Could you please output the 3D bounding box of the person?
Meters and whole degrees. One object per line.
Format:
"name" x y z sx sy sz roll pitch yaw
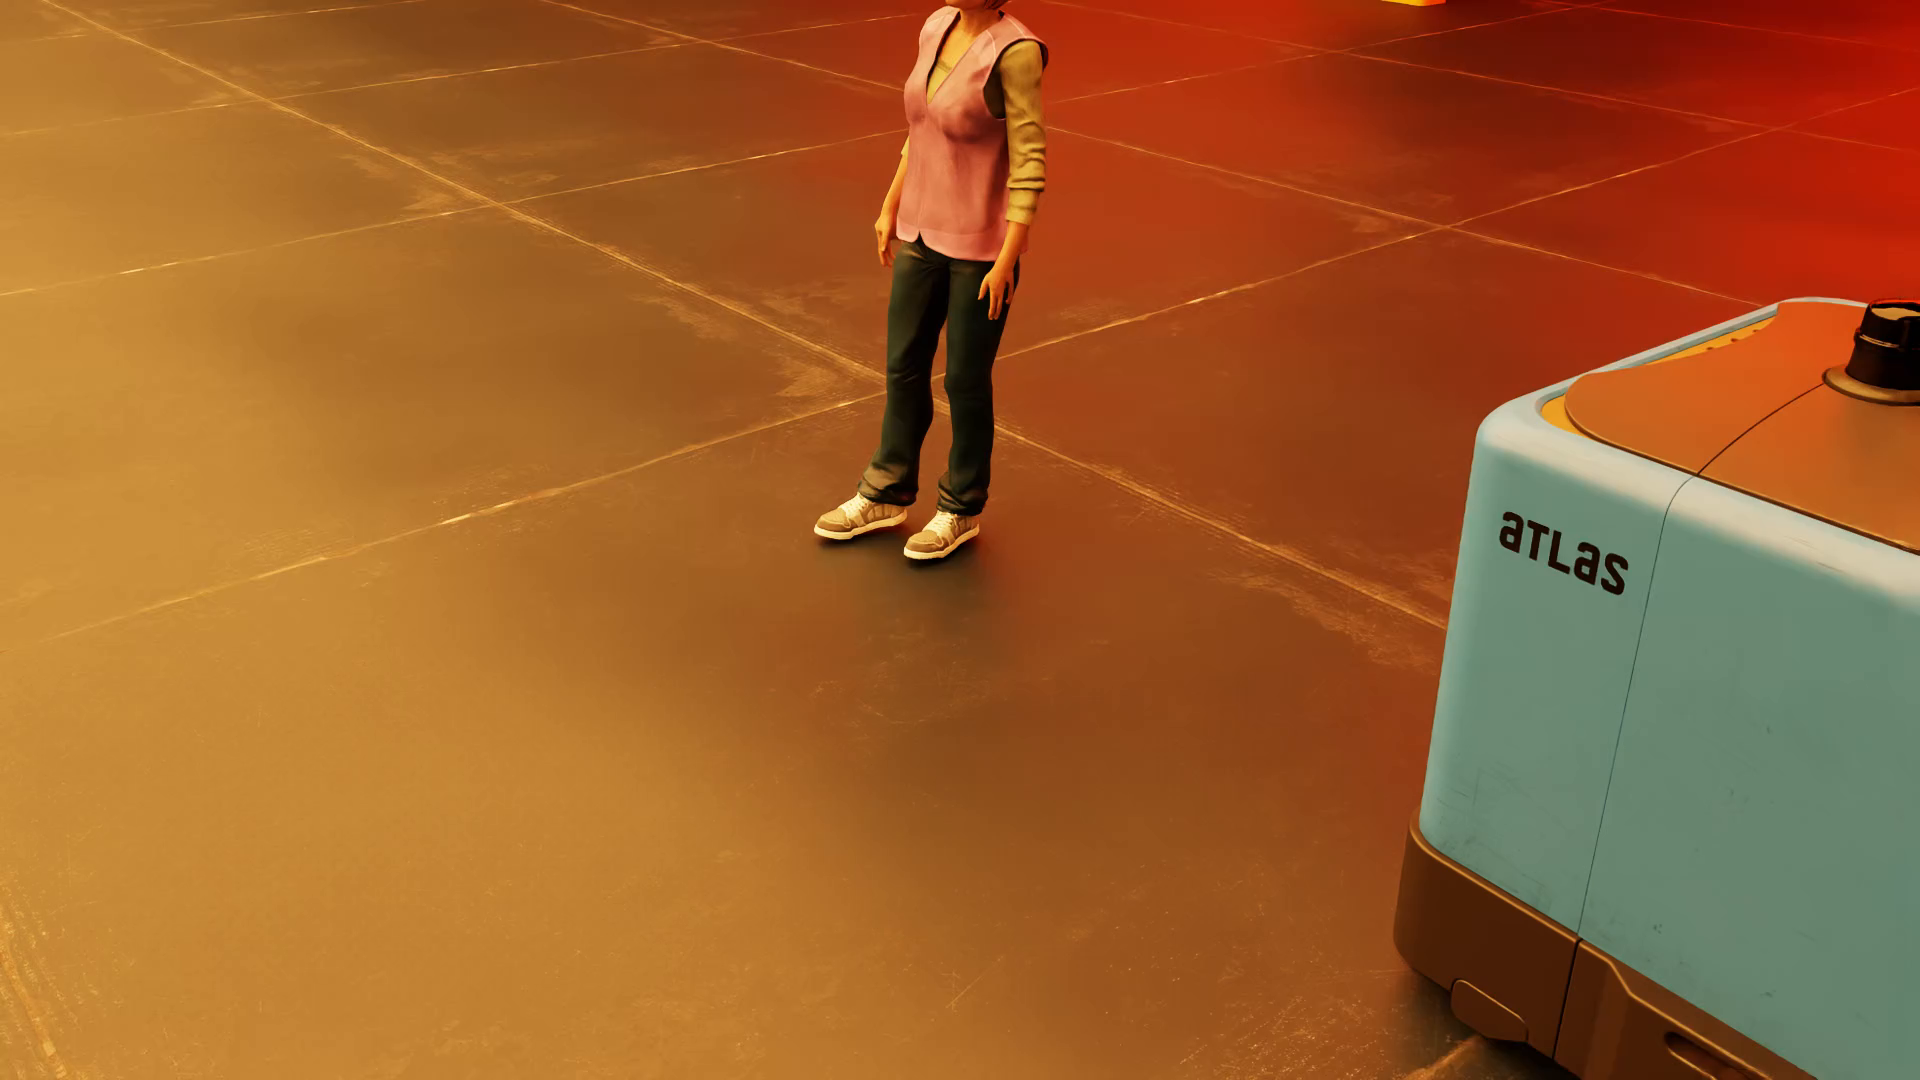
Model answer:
"person" -0.065 -0.706 4.110 0.475 1.596 0.520 -20 33 -35

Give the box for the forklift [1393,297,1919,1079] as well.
"forklift" 2.055 -0.157 1.519 1.130 2.935 3.031 -19 32 -33
